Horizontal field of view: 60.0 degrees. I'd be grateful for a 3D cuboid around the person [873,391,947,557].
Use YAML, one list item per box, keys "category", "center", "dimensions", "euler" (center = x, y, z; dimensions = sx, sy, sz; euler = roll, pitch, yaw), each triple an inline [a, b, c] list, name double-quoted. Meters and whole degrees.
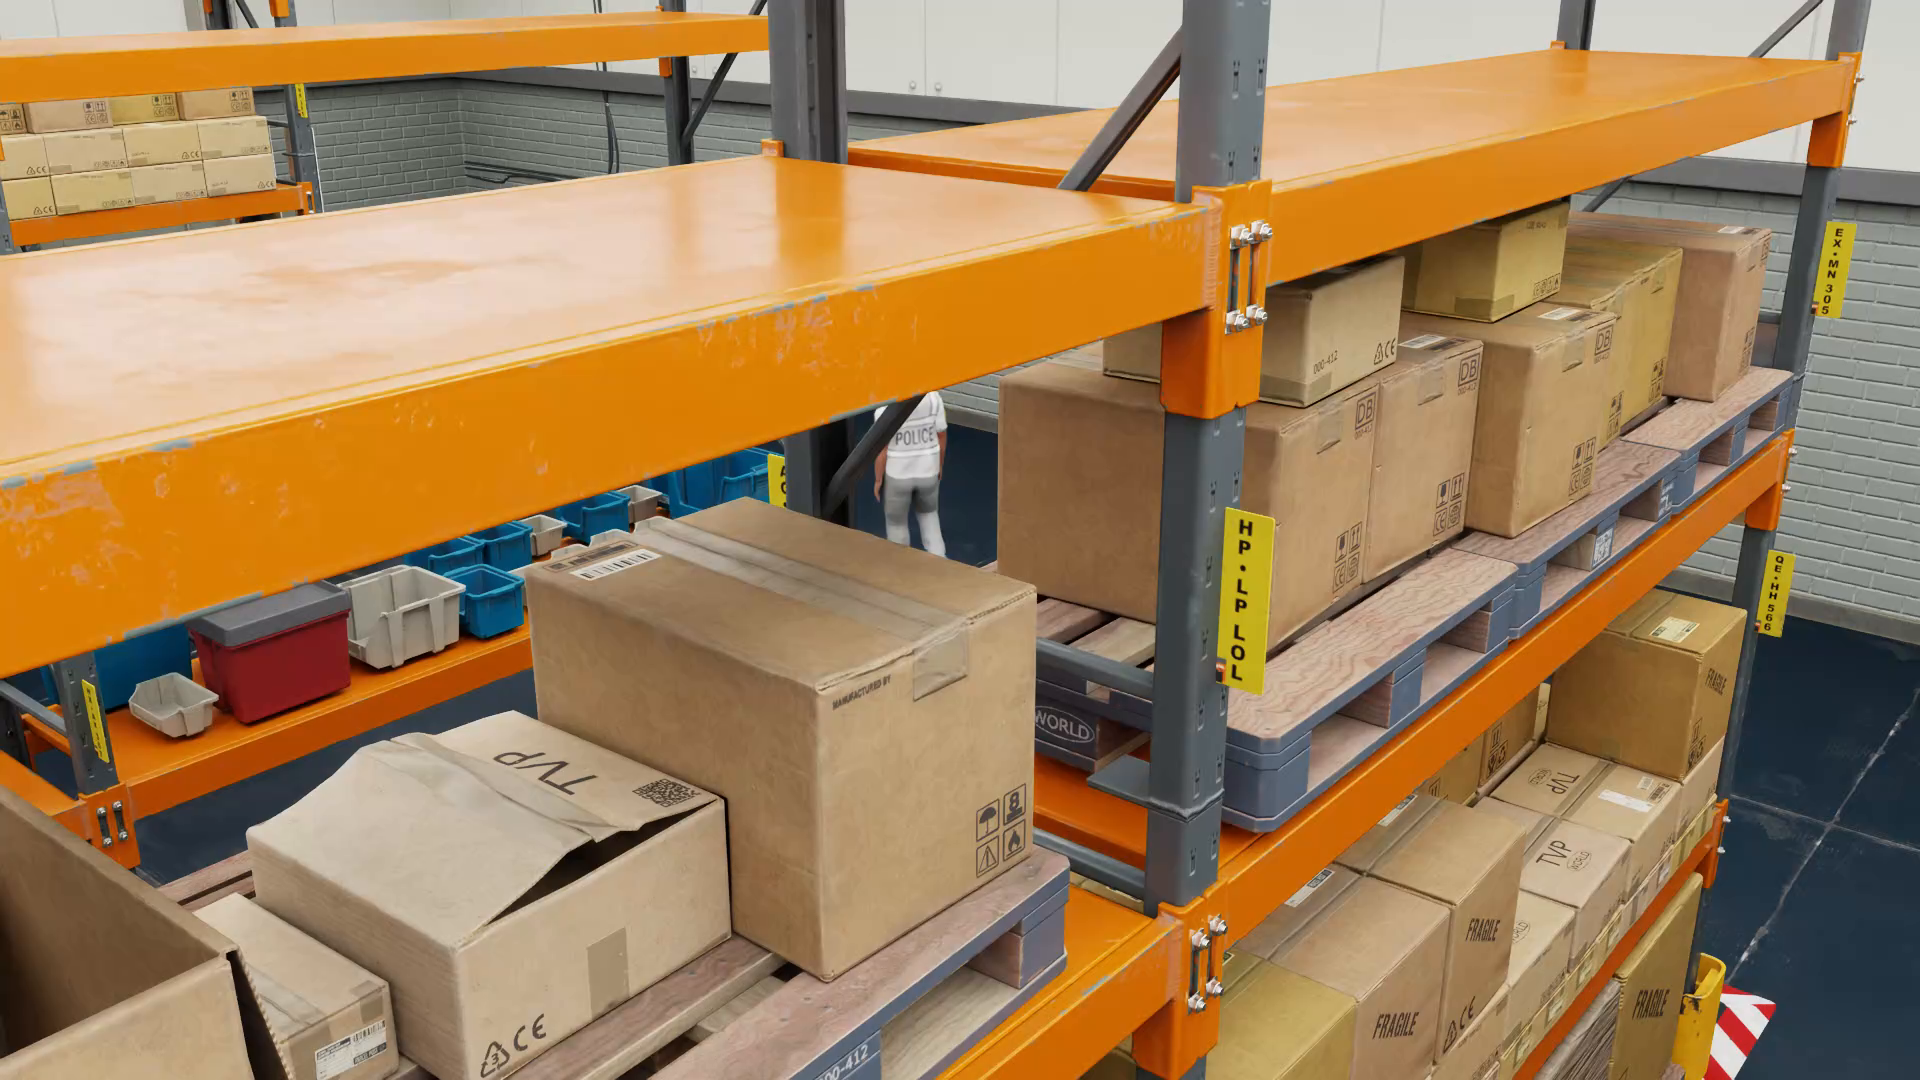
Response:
- category: "person"
  center: [-0.362, -0.465, 11.834]
  dimensions: [0.557, 1.760, 0.520]
  euler: [-8, 22, -21]
